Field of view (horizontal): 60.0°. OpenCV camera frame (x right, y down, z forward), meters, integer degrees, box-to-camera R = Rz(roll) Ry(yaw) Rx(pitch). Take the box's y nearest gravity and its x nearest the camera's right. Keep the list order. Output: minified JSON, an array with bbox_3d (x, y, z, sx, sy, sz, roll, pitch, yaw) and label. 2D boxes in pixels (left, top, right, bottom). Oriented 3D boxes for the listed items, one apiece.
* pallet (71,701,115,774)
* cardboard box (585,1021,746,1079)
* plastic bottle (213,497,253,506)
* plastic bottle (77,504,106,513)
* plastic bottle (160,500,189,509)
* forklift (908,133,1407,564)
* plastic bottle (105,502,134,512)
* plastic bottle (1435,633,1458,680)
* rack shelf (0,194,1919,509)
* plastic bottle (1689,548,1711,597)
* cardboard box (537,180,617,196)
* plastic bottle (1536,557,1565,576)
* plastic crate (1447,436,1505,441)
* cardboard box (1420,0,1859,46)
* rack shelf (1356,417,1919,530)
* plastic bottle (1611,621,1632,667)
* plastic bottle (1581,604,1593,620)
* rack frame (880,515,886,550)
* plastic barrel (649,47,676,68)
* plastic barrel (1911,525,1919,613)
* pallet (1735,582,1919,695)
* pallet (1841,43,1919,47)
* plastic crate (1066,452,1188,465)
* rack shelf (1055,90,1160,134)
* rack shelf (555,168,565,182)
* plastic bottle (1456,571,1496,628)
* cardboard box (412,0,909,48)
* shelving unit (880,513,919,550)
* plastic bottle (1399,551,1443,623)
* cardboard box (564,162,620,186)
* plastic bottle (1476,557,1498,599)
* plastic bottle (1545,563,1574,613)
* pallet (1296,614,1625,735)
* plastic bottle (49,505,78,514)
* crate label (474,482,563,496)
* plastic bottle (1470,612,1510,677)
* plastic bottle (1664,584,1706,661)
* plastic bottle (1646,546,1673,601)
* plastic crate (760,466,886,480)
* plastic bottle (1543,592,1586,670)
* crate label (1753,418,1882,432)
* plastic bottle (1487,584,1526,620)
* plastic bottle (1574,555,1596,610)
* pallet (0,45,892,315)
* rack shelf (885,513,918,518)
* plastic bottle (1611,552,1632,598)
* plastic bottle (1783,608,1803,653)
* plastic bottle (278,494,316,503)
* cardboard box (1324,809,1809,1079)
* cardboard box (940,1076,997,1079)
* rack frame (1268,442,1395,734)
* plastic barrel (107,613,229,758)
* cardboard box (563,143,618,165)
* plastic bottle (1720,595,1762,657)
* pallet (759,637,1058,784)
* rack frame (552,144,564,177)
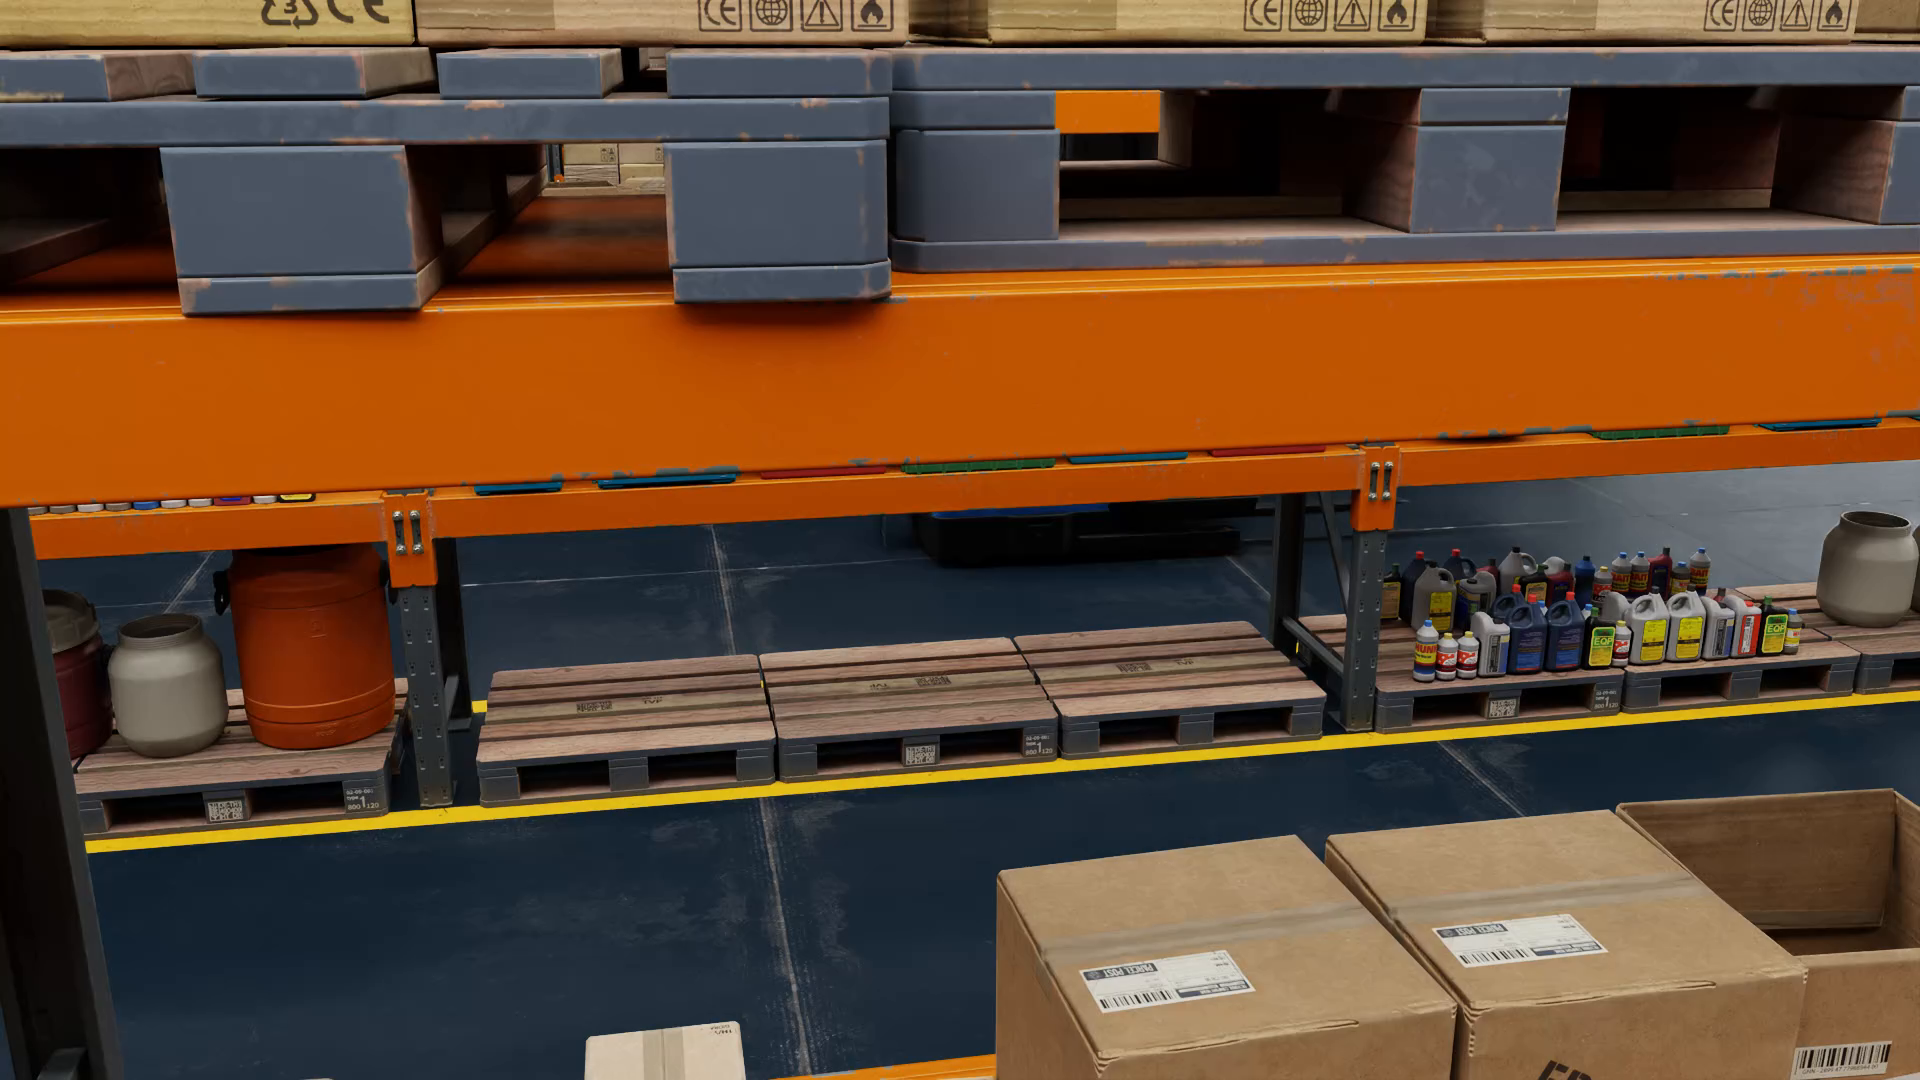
[{"bbox_3d":[-4.184,0.969,6.797,1.213,0.211,1.003,-3,17,-10],"label":"pallet"},{"bbox_3d":[-0.456,0.932,2.598,0.250,0.149,0.380,-3,17,-10],"label":"cardboard box"},{"bbox_3d":[-2.765,-0.273,6.290,0.133,0.283,0.061,-3,17,-10],"label":"plastic bottle"},{"bbox_3d":[-3.264,-0.244,6.217,0.097,0.271,0.097,0,17,0],"label":"plastic bottle"},{"bbox_3d":[-2.978,-0.227,6.280,0.097,0.201,0.097,0,17,0],"label":"plastic bottle"},{"bbox_3d":[1.234,-1.449,10.038,3.031,2.935,1.130,-3,17,-9],"label":"forklift"},{"bbox_3d":[-3.169,-0.216,6.245,0.097,0.201,0.097,0,17,0],"label":"plastic bottle"},{"bbox_3d":[2.201,0.521,7.524,0.097,0.201,0.097,0,17,0],"label":"plastic bottle"},{"bbox_3d":[0.677,-0.354,2.137,3.809,0.124,0.919,-3,17,-10],"label":"rack shelf"},{"bbox_3d":[3.793,0.173,8.538,0.097,0.271,0.097,0,17,0],"label":"plastic bottle"},{"bbox_3d":[-2.639,-2.205,11.496,0.500,0.500,0.500,-5,18,-17],"label":"cardboard box"},{"bbox_3d":[2.948,0.227,8.355,0.135,0.276,0.152,-3,17,-9],"label":"plastic bottle"},{"bbox_3d":[2.243,-0.672,7.498,0.504,0.338,0.767,-3,17,-10],"label":"plastic crate"},{"bbox_3d":[0.752,-0.756,2.094,0.500,0.250,0.500,-5,18,-15],"label":"cardboard box"},{"bbox_3d":[3.669,-0.477,7.982,4.000,0.370,1.077,-3,17,-10],"label":"rack shelf"},{"bbox_3d":[3.044,0.473,7.680,0.097,0.201,0.097,0,17,0],"label":"plastic bottle"},{"bbox_3d":[2.899,0.429,7.702,0.097,0.271,0.097,0,17,0],"label":"plastic bottle"},{"bbox_3d":[-0.473,-0.406,10.100,0.006,0.900,0.240,-3,17,-9],"label":"rack frame"},{"bbox_3d":[-1.375,-2.144,6.219,0.600,0.901,0.600,0,17,0],"label":"plastic barrel"},{"bbox_3d":[5.001,0.115,8.351,0.421,0.512,0.421,0,17,0],"label":"plastic barrel"},{"bbox_3d":[4.768,0.462,8.448,1.213,0.211,1.003,-3,17,-10],"label":"pallet"},{"bbox_3d":[1.777,-0.571,2.279,1.217,0.209,0.805,-4,18,-13],"label":"pallet"},{"bbox_3d":[0.681,-0.551,7.024,0.575,0.384,0.392,-3,17,-10],"label":"plastic crate"},{"bbox_3d":[-0.259,-1.688,6.816,4.000,0.370,1.077,-3,17,-10],"label":"rack shelf"},{"bbox_3d":[-3.078,-4.539,21.206,4.000,0.370,1.077,-3,17,-10],"label":"rack shelf"},{"bbox_3d":[2.524,0.294,8.136,0.135,0.276,0.152,-3,17,-10],"label":"plastic bottle"},{"bbox_3d":[-0.340,-0.698,1.905,0.500,0.250,0.500,-3,17,-9],"label":"cardboard box"},{"bbox_3d":[-0.373,-0.411,10.117,0.210,0.900,0.258,-3,17,-9],"label":"shelving unit"},{"bbox_3d":[2.283,0.227,8.225,0.185,0.351,0.144,-4,17,-12],"label":"plastic bottle"},{"bbox_3d":[-3.512,-3.345,15.924,0.500,0.500,0.500,-3,17,-10],"label":"cardboard box"},{"bbox_3d":[2.623,0.228,8.338,0.133,0.283,0.061,-2,17,-7],"label":"plastic bottle"},{"bbox_3d":[2.969,0.254,8.254,0.133,0.283,0.061,-3,17,-10],"label":"plastic bottle"},{"bbox_3d":[2.372,0.598,8.005,1.213,0.211,1.003,-3,17,-10],"label":"pallet"},{"bbox_3d":[-3.360,-0.205,6.209,0.097,0.201,0.097,0,17,0],"label":"plastic bottle"},{"bbox_3d":[-1.738,-0.322,6.537,0.416,0.233,0.303,-3,17,-10],"label":"crate label"},{"bbox_3d":[2.413,0.465,7.579,0.135,0.276,0.152,-3,17,-8],"label":"plastic bottle"},{"bbox_3d":[3.361,0.376,7.740,0.185,0.351,0.144,-3,17,-8],"label":"plastic bottle"},{"bbox_3d":[3.567,0.174,8.513,0.133,0.283,0.061,-3,17,-10],"label":"plastic bottle"},{"bbox_3d":[-0.578,-0.519,6.784,0.583,0.464,0.402,-3,17,-10],"label":"plastic crate"},{"bbox_3d":[2.761,0.410,7.629,0.185,0.351,0.144,-4,18,-13],"label":"plastic bottle"},{"bbox_3d":[3.876,-0.769,7.646,0.616,0.435,0.502,-3,17,-10],"label":"crate label"},{"bbox_3d":[2.549,0.379,7.730,0.185,0.351,0.144,-3,17,-10],"label":"plastic bottle"},{"bbox_3d":[3.159,0.209,8.421,0.097,0.271,0.097,0,17,0],"label":"plastic bottle"},{"bbox_3d":[-0.637,-0.466,1.933,1.003,0.211,1.213,-2,17,-8],"label":"pallet"},{"bbox_3d":[-0.373,-0.207,10.179,0.200,0.077,0.258,-3,17,-9],"label":"rack shelf"},{"bbox_3d":[3.358,0.197,8.458,0.097,0.271,0.097,0,17,0],"label":"plastic bottle"},{"bbox_3d":[3.912,0.424,7.841,0.097,0.201,0.097,0,17,0],"label":"plastic bottle"},{"bbox_3d":[-2.539,-0.286,6.331,0.133,0.283,0.061,-3,17,-10],"label":"plastic bottle"},{"bbox_3d":[0.875,0.766,2.539,0.500,0.500,0.500,-3,17,-10],"label":"cardboard box"},{"bbox_3d":[-0.045,0.974,2.459,0.250,0.149,0.380,-2,17,-6],"label":"cardboard box"},{"bbox_3d":[1.705,-0.710,7.513,0.127,3.000,1.000,-3,17,-10],"label":"rack frame"},{"bbox_3d":[-3.237,0.591,6.801,0.421,0.512,0.421,0,17,0],"label":"plastic barrel"},{"bbox_3d":[-3.561,-3.898,16.021,0.500,0.500,0.700,-3,17,-11],"label":"cardboard box"},{"bbox_3d":[3.660,0.394,7.810,0.135,0.276,0.152,-3,17,-10],"label":"plastic bottle"},{"bbox_3d":[-0.259,0.747,7.519,1.213,0.211,1.003,-3,17,-10],"label":"pallet"},{"bbox_3d":[-5.042,-4.771,20.738,0.127,3.000,1.000,-3,17,-10],"label":"rack frame"}]
